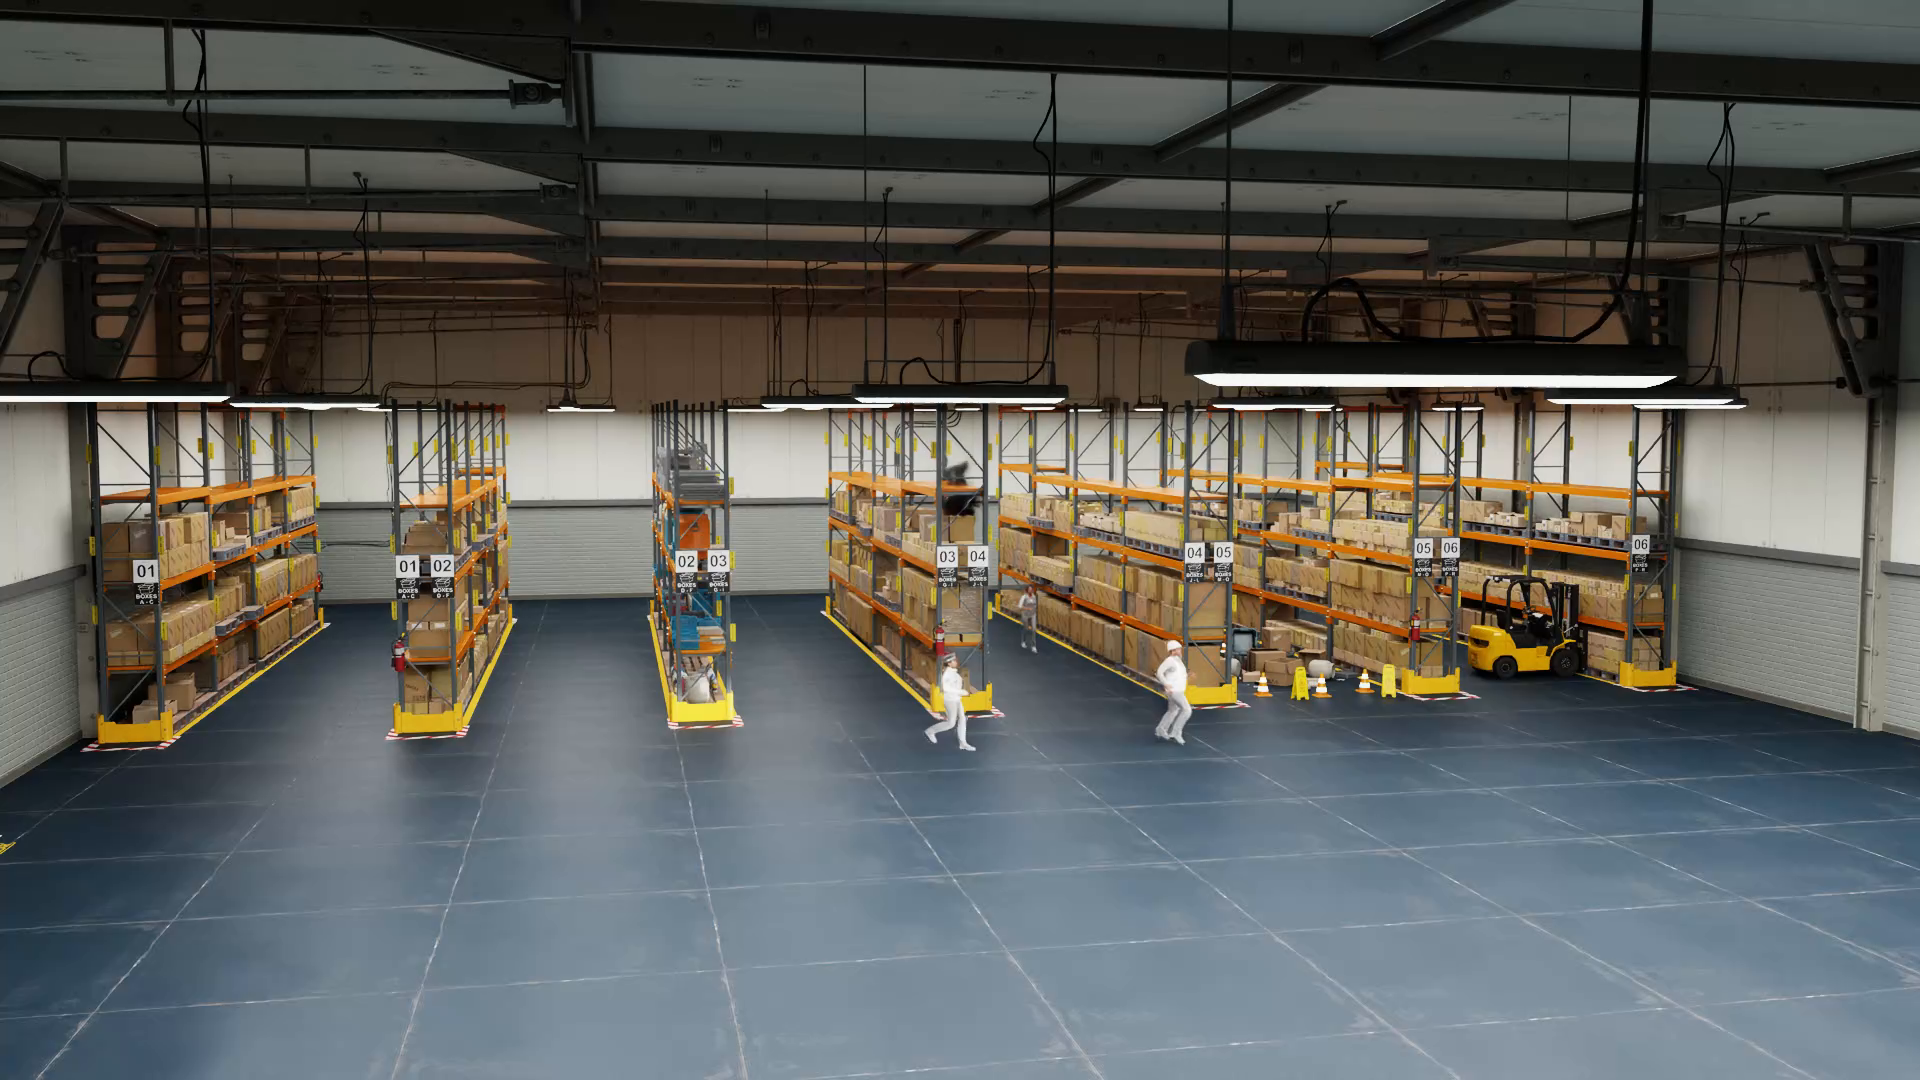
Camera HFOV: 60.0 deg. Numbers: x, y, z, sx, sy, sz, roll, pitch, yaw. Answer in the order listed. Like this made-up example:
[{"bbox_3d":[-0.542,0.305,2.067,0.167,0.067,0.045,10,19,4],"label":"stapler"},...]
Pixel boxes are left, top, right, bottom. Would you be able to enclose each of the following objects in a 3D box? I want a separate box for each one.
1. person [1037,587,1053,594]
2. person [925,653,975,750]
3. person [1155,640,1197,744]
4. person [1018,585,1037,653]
[{"bbox_3d":[2.384,1.062,50.082,1.041,1.772,0.708,-2,5,-19],"label":"person"},{"bbox_3d":[-0.157,2.747,28.323,0.870,1.676,0.616,1,4,14],"label":"person"},{"bbox_3d":[3.767,2.657,29.033,0.730,1.810,0.625,1,5,18],"label":"person"},{"bbox_3d":[1.646,1.896,40.225,0.528,1.635,0.737,-1,4,-16],"label":"person"}]
